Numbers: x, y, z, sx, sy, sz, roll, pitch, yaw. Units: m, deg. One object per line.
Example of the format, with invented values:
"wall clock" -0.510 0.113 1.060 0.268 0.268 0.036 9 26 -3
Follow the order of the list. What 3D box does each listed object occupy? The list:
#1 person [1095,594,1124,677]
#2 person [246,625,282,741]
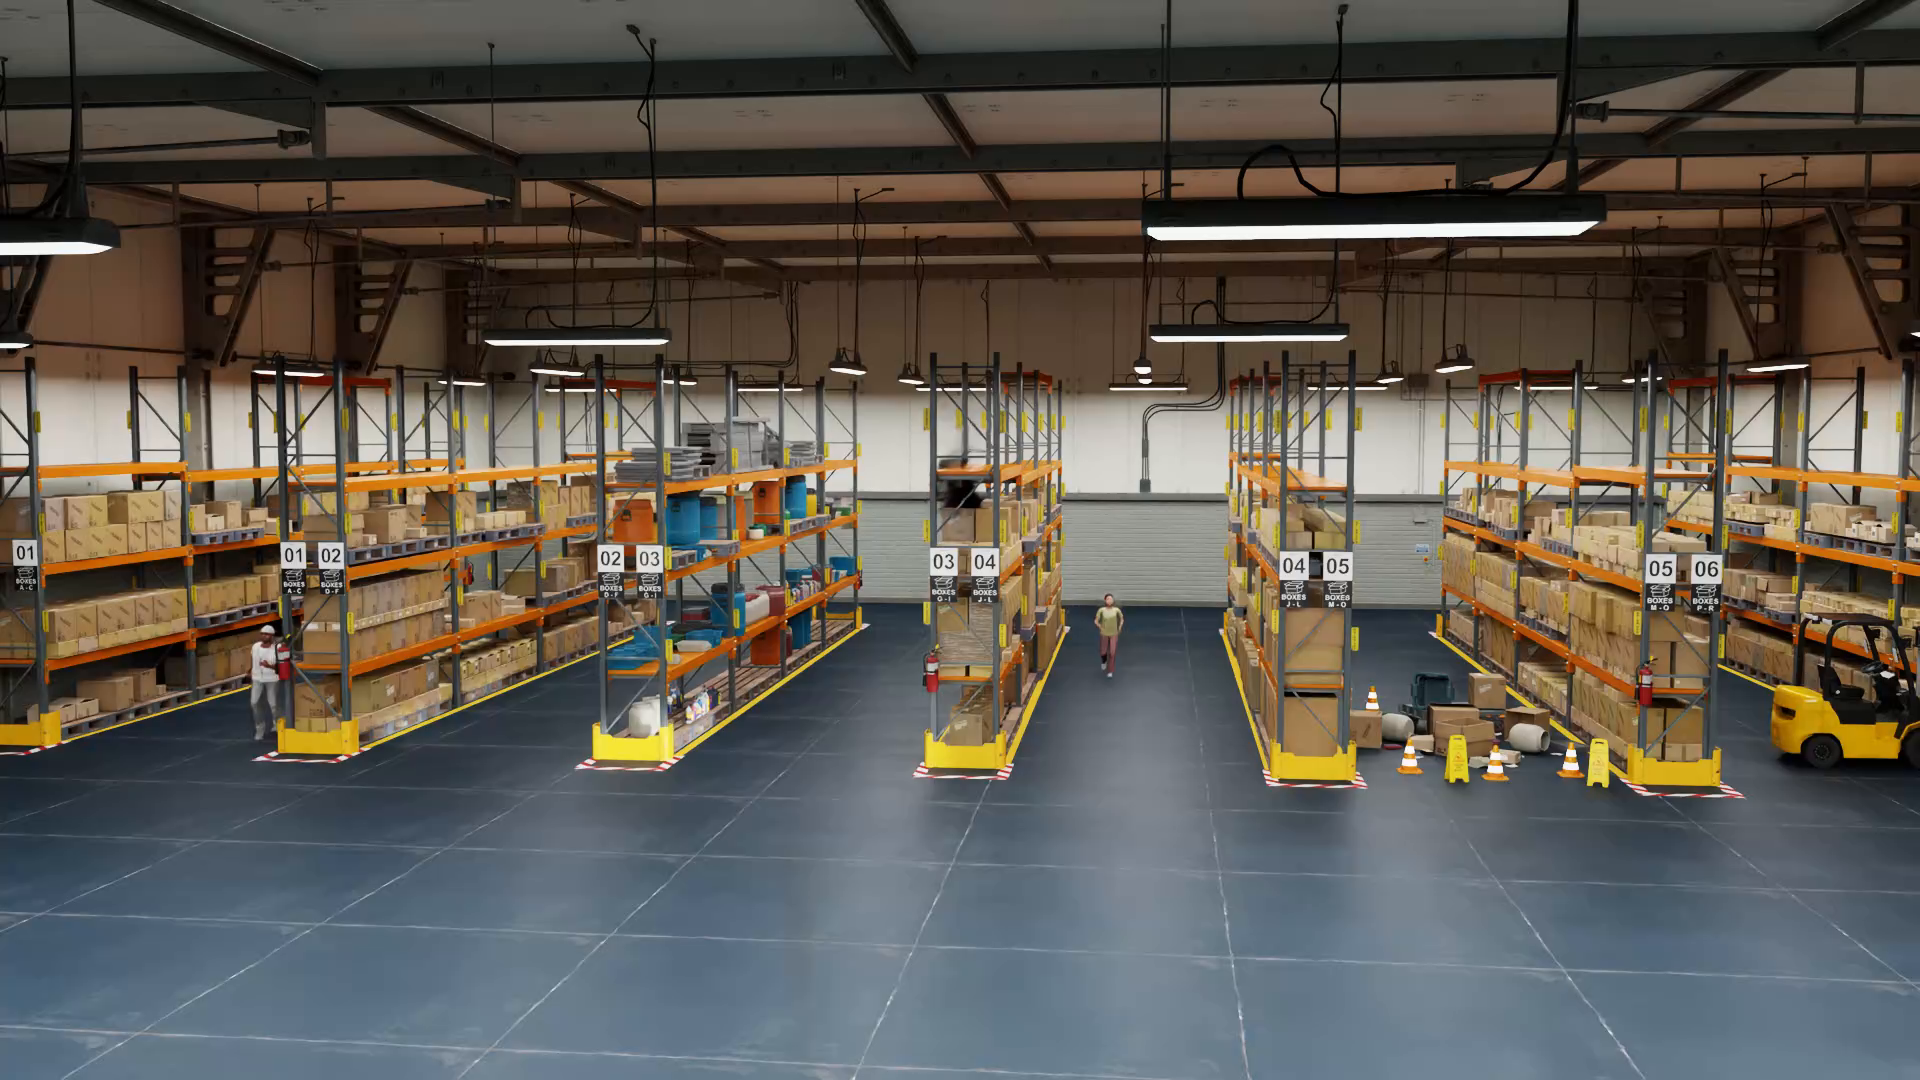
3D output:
"person" 2.952 1.871 32.782 0.581 1.619 0.586 0 4 2
"person" -11.001 2.260 26.385 0.672 1.825 0.734 0 4 -2
